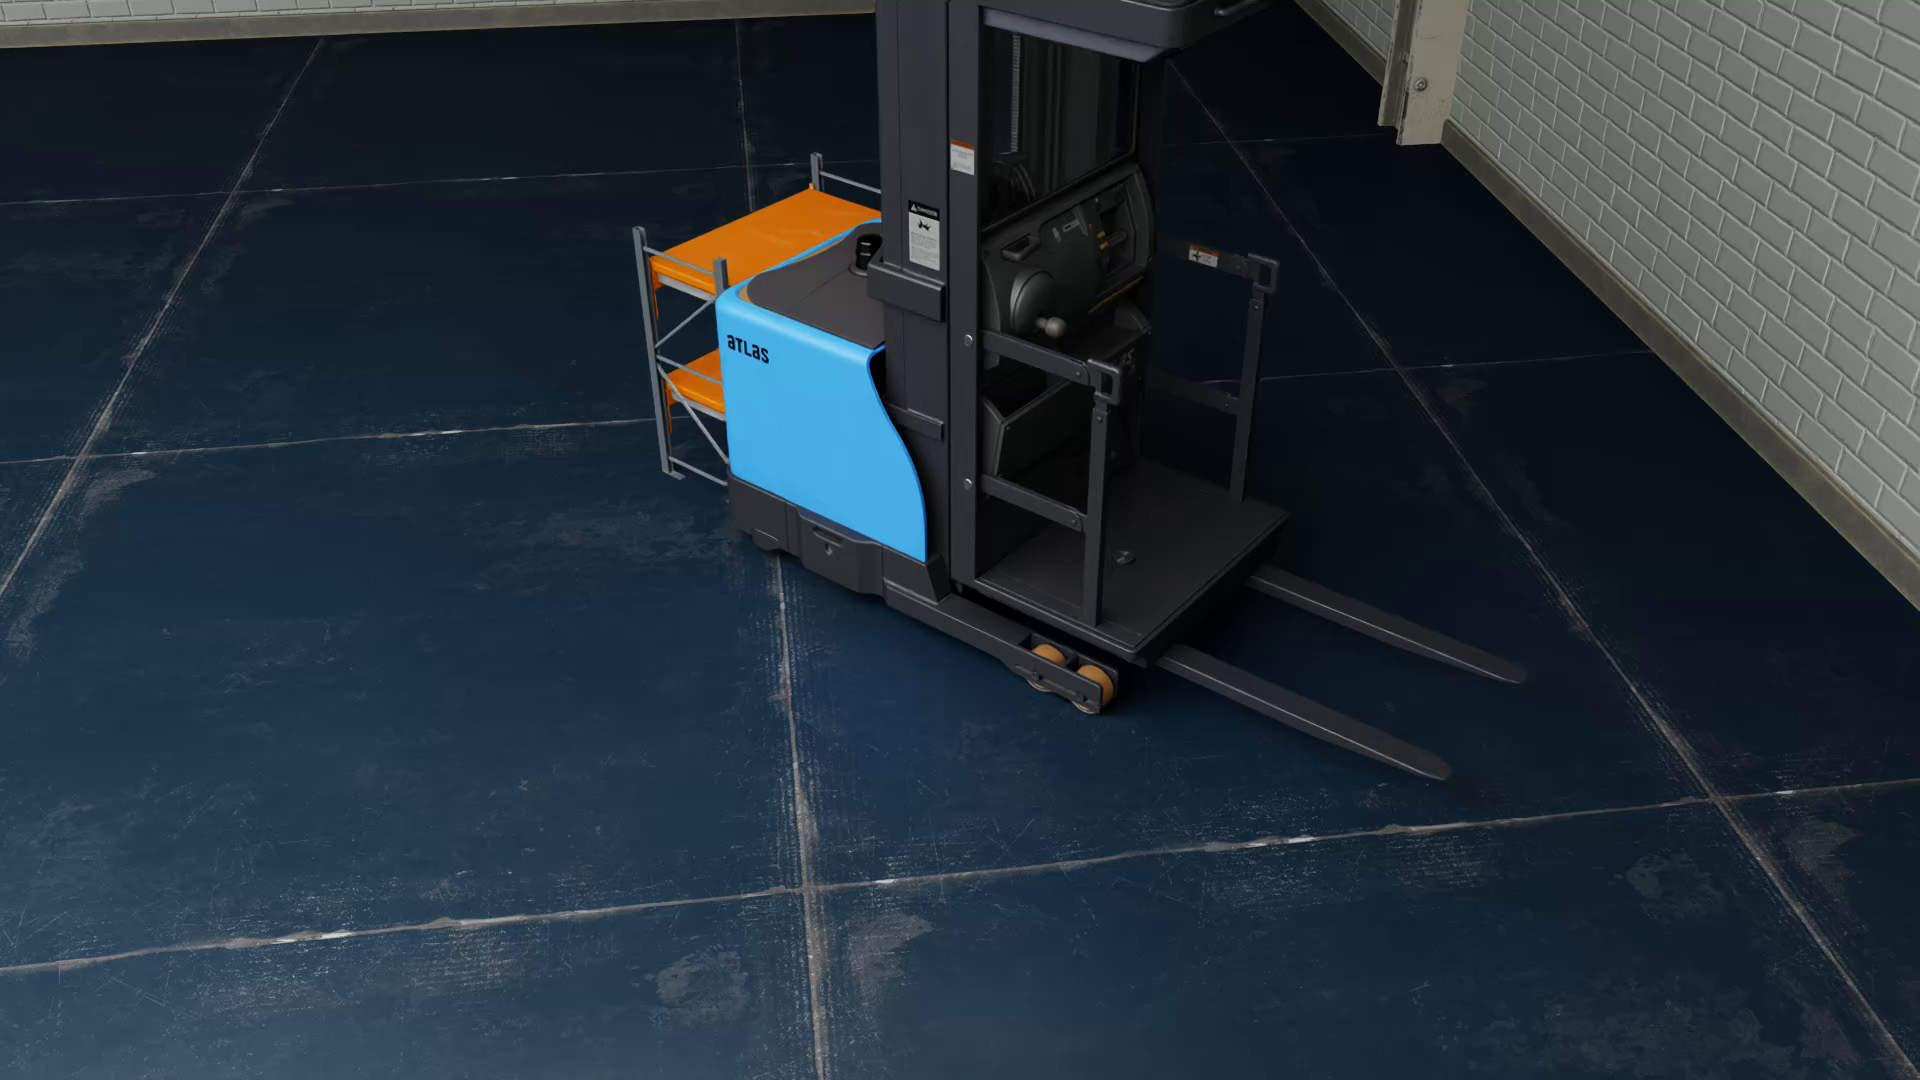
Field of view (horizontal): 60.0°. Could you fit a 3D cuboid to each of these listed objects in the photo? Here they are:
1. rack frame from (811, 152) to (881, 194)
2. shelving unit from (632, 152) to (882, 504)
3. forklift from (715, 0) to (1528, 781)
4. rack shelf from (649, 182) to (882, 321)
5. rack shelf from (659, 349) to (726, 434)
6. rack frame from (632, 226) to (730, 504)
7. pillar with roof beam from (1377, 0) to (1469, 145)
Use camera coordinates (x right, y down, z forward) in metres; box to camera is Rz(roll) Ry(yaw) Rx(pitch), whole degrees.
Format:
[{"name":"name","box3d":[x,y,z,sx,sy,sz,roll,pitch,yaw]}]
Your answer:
[{"name":"rack frame","box3d":[-0.442,-1.125,7.397,0.500,1.125,0.032,24,41,32]},{"name":"shelving unit","box3d":[-0.764,-0.903,7.072,0.538,1.125,1.048,24,41,32]},{"name":"forklift","box3d":[0.543,-0.942,5.529,3.031,2.935,1.130,24,41,31]},{"name":"rack shelf","box3d":[-0.766,-1.146,6.909,0.538,0.278,1.000,24,41,32]},{"name":"rack shelf","box3d":[-0.763,-0.700,7.209,0.538,0.278,1.000,24,41,32]},{"name":"rack frame","box3d":[-1.086,-0.682,6.747,0.500,1.125,0.032,24,41,32]},{"name":"pillar with roof beam","box3d":[-1.407,-5.973,7.524,9.100,9.000,0.400,-4,35,-6]}]
